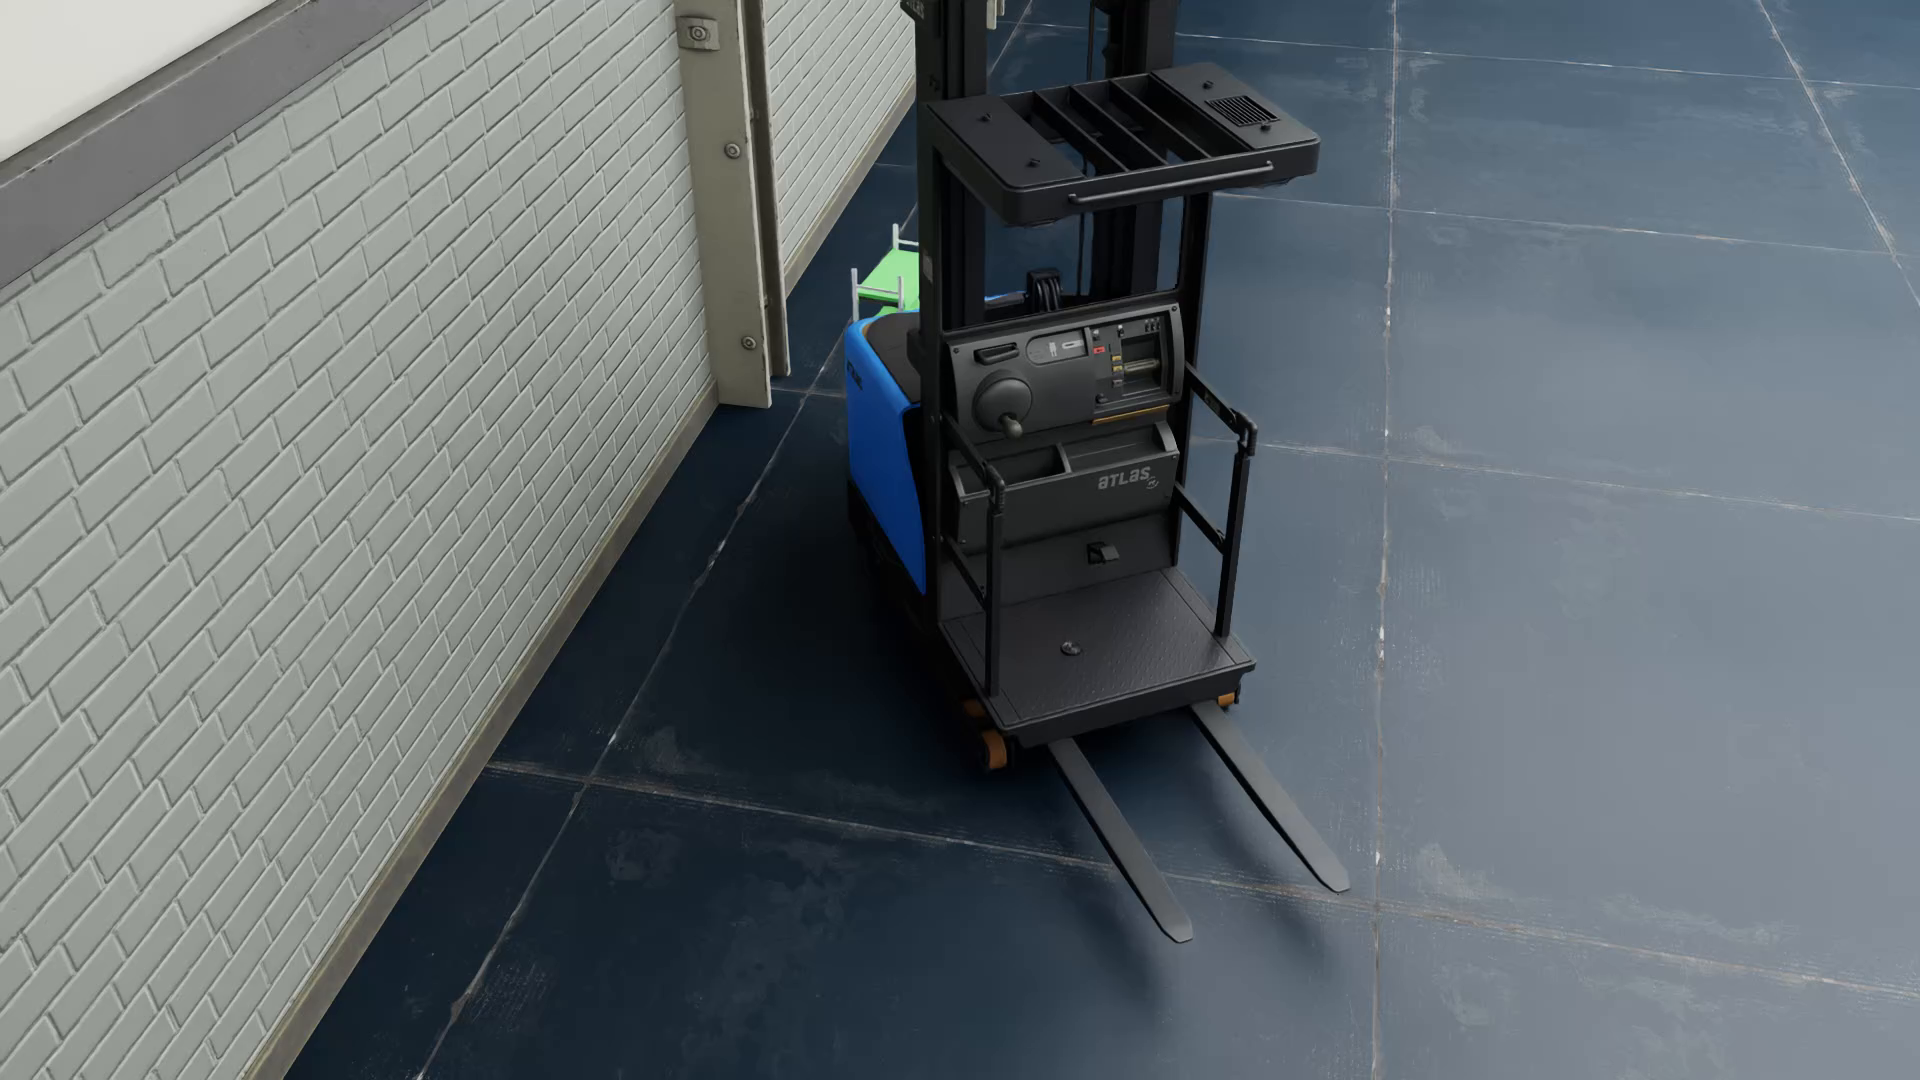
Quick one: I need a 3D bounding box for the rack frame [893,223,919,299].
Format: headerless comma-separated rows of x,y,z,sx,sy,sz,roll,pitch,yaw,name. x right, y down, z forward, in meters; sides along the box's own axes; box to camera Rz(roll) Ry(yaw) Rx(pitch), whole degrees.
-0.198,-0.960,8.052,0.240,1.200,0.015,12,38,16,rack frame

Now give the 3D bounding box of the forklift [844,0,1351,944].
0.485,-0.565,6.032,1.130,2.935,3.031,-13,38,-17,forklift

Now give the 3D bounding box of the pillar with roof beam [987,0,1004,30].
4.378,-7.364,10.243,9.100,9.000,0.400,7,37,10,pillar with roof beam

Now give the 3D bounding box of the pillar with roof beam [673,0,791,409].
3.096,-3.925,5.497,9.100,9.000,0.400,7,37,10,pillar with roof beam

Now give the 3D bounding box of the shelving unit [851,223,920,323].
-0.281,-0.825,7.866,0.258,1.200,0.503,12,38,16,shelving unit

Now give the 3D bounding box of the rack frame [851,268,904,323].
-0.365,-0.691,7.681,0.240,1.200,0.015,12,38,16,rack frame

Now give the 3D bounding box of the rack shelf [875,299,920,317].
-0.281,-0.968,7.763,0.258,0.148,0.480,12,38,16,rack shelf

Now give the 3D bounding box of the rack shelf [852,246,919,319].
-0.281,-1.162,7.622,0.258,0.148,0.480,12,38,16,rack shelf
